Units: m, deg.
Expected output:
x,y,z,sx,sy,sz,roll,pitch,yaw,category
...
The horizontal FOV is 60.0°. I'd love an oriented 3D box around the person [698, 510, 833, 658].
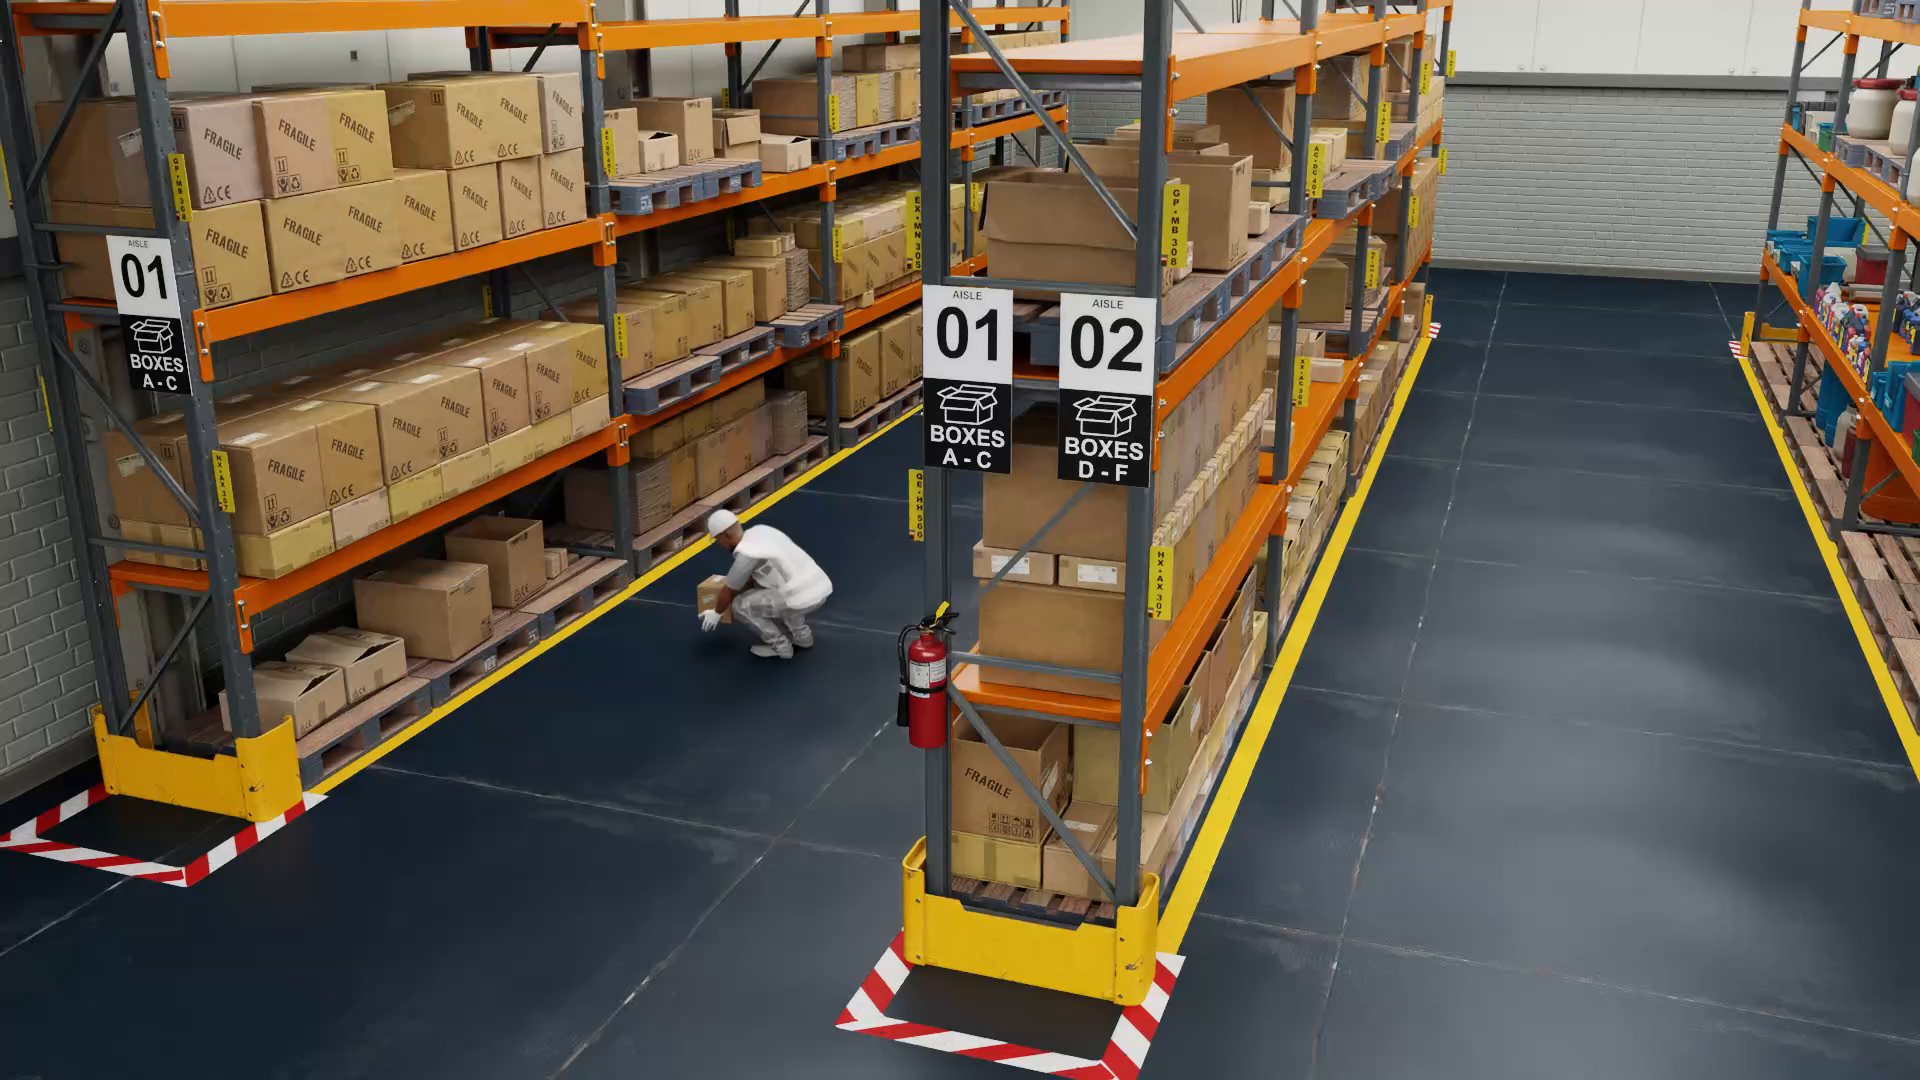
x,y,z,sx,sy,sz,roll,pitch,yaw,category
-1.346,0.287,11.414,0.901,1.004,0.565,6,19,17,person
